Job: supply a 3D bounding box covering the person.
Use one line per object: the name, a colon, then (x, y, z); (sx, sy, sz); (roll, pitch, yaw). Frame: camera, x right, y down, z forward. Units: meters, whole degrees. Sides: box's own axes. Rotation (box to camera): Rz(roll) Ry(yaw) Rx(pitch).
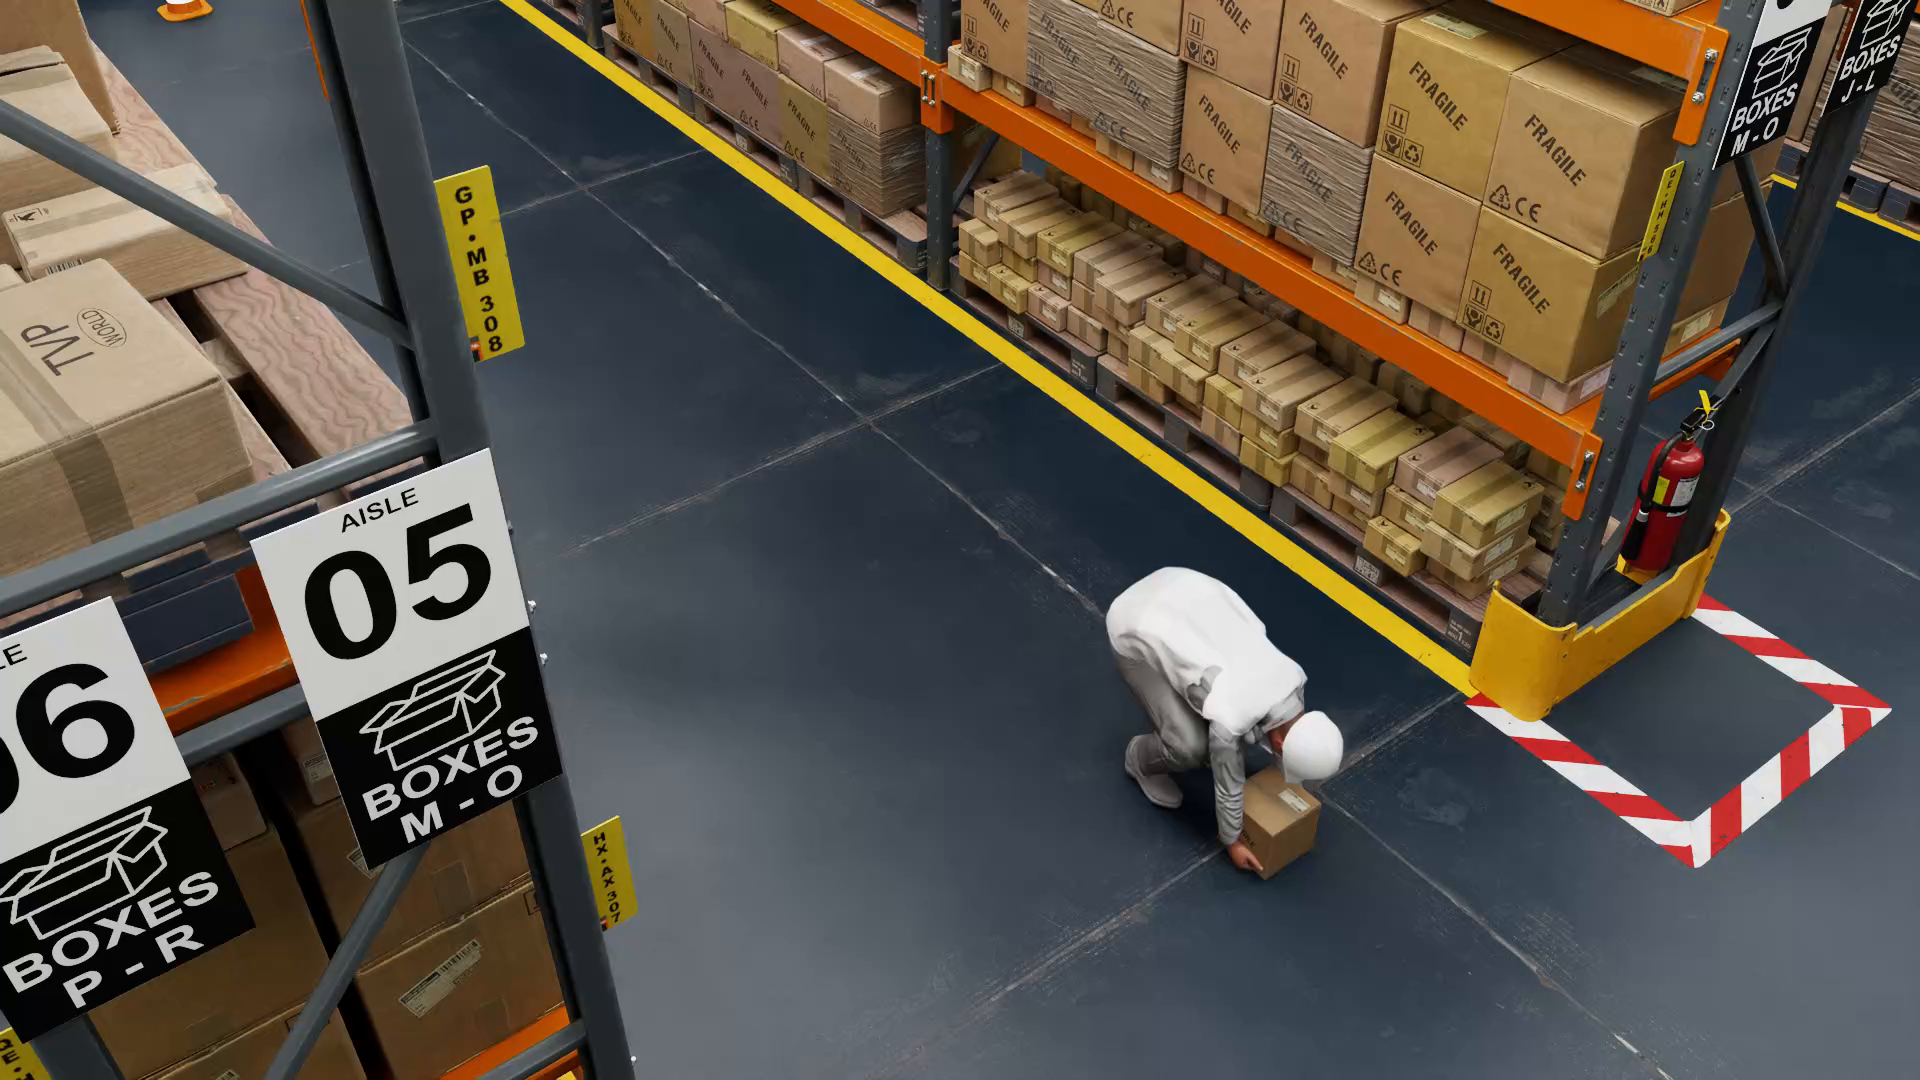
person: (0.969, 0.636, 6.057); (0.520, 0.916, 1.001); (-28, 48, -29)
